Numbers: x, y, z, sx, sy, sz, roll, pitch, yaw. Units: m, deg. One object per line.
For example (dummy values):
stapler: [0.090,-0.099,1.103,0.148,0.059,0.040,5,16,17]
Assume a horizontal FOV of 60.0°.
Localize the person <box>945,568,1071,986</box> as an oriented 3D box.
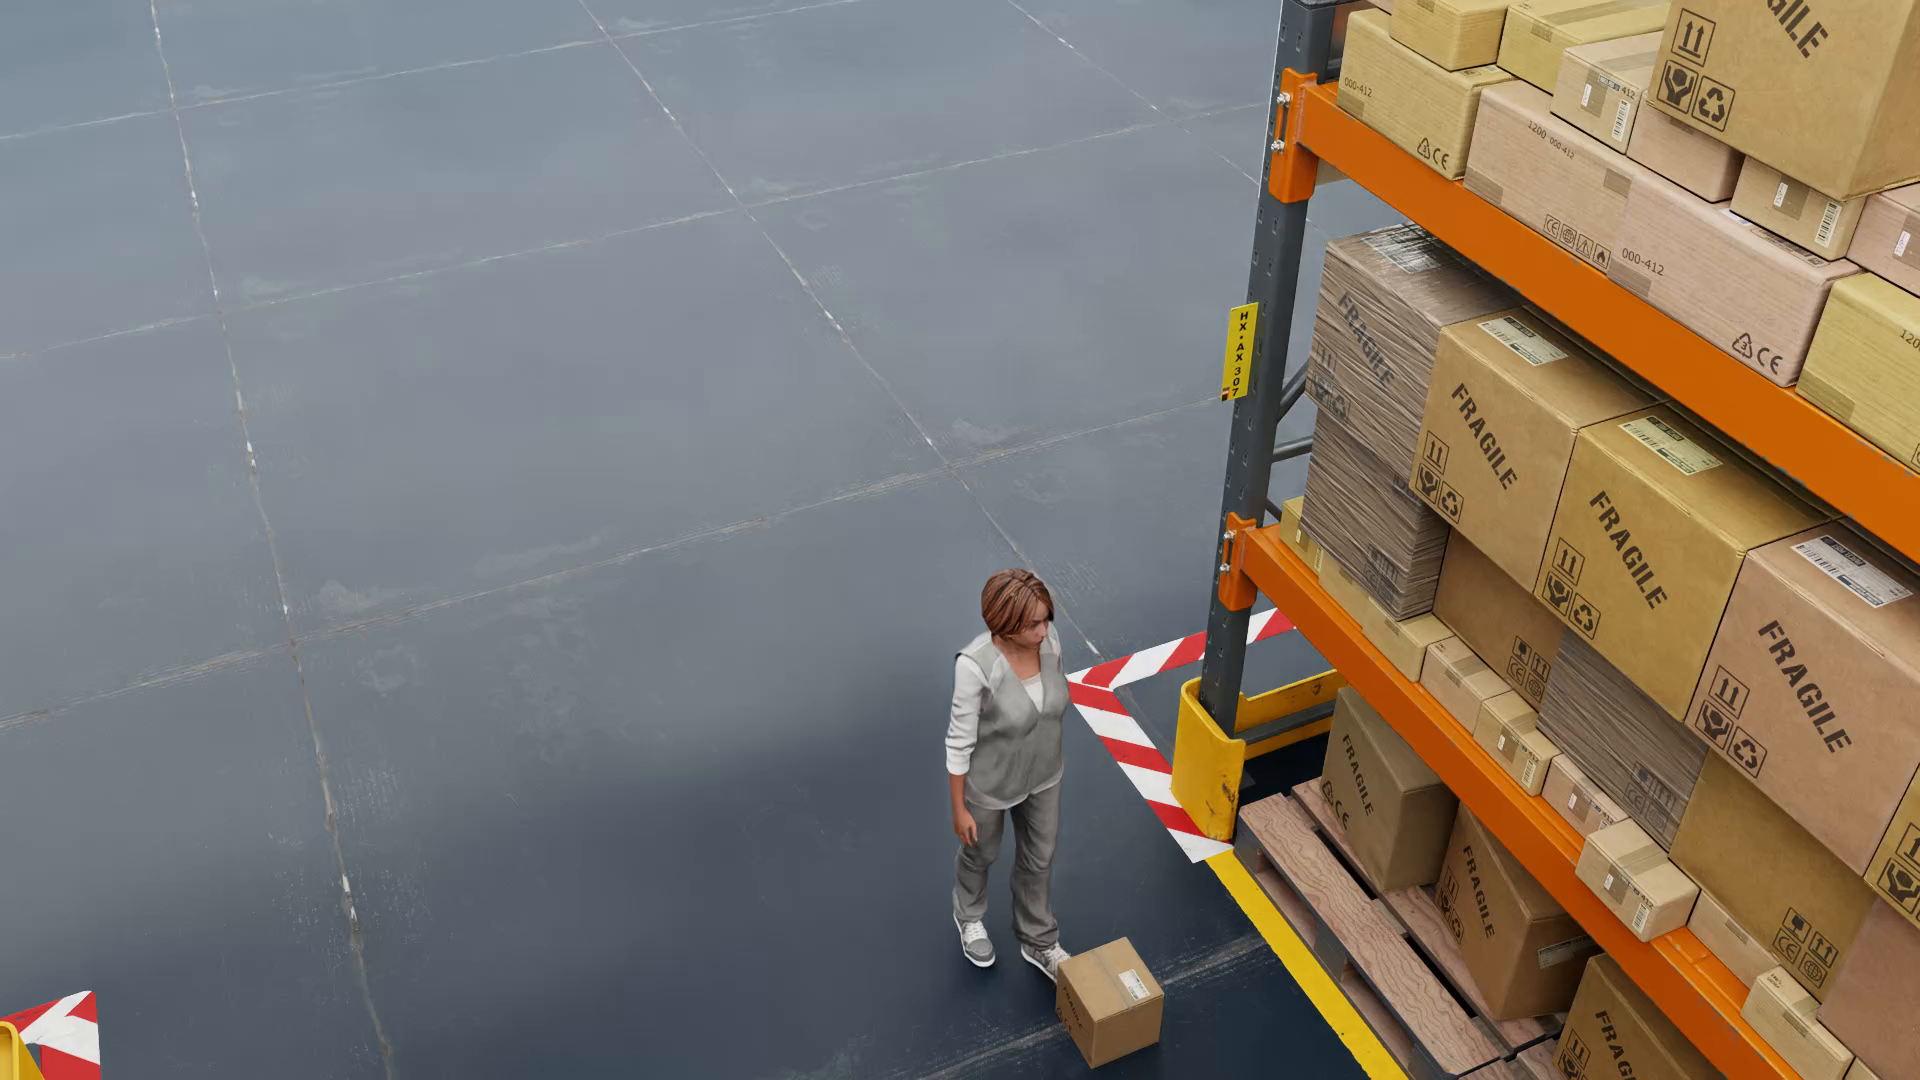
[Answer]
person: [0.171,0.773,5.141,0.459,1.602,0.529,-22,43,-26]
